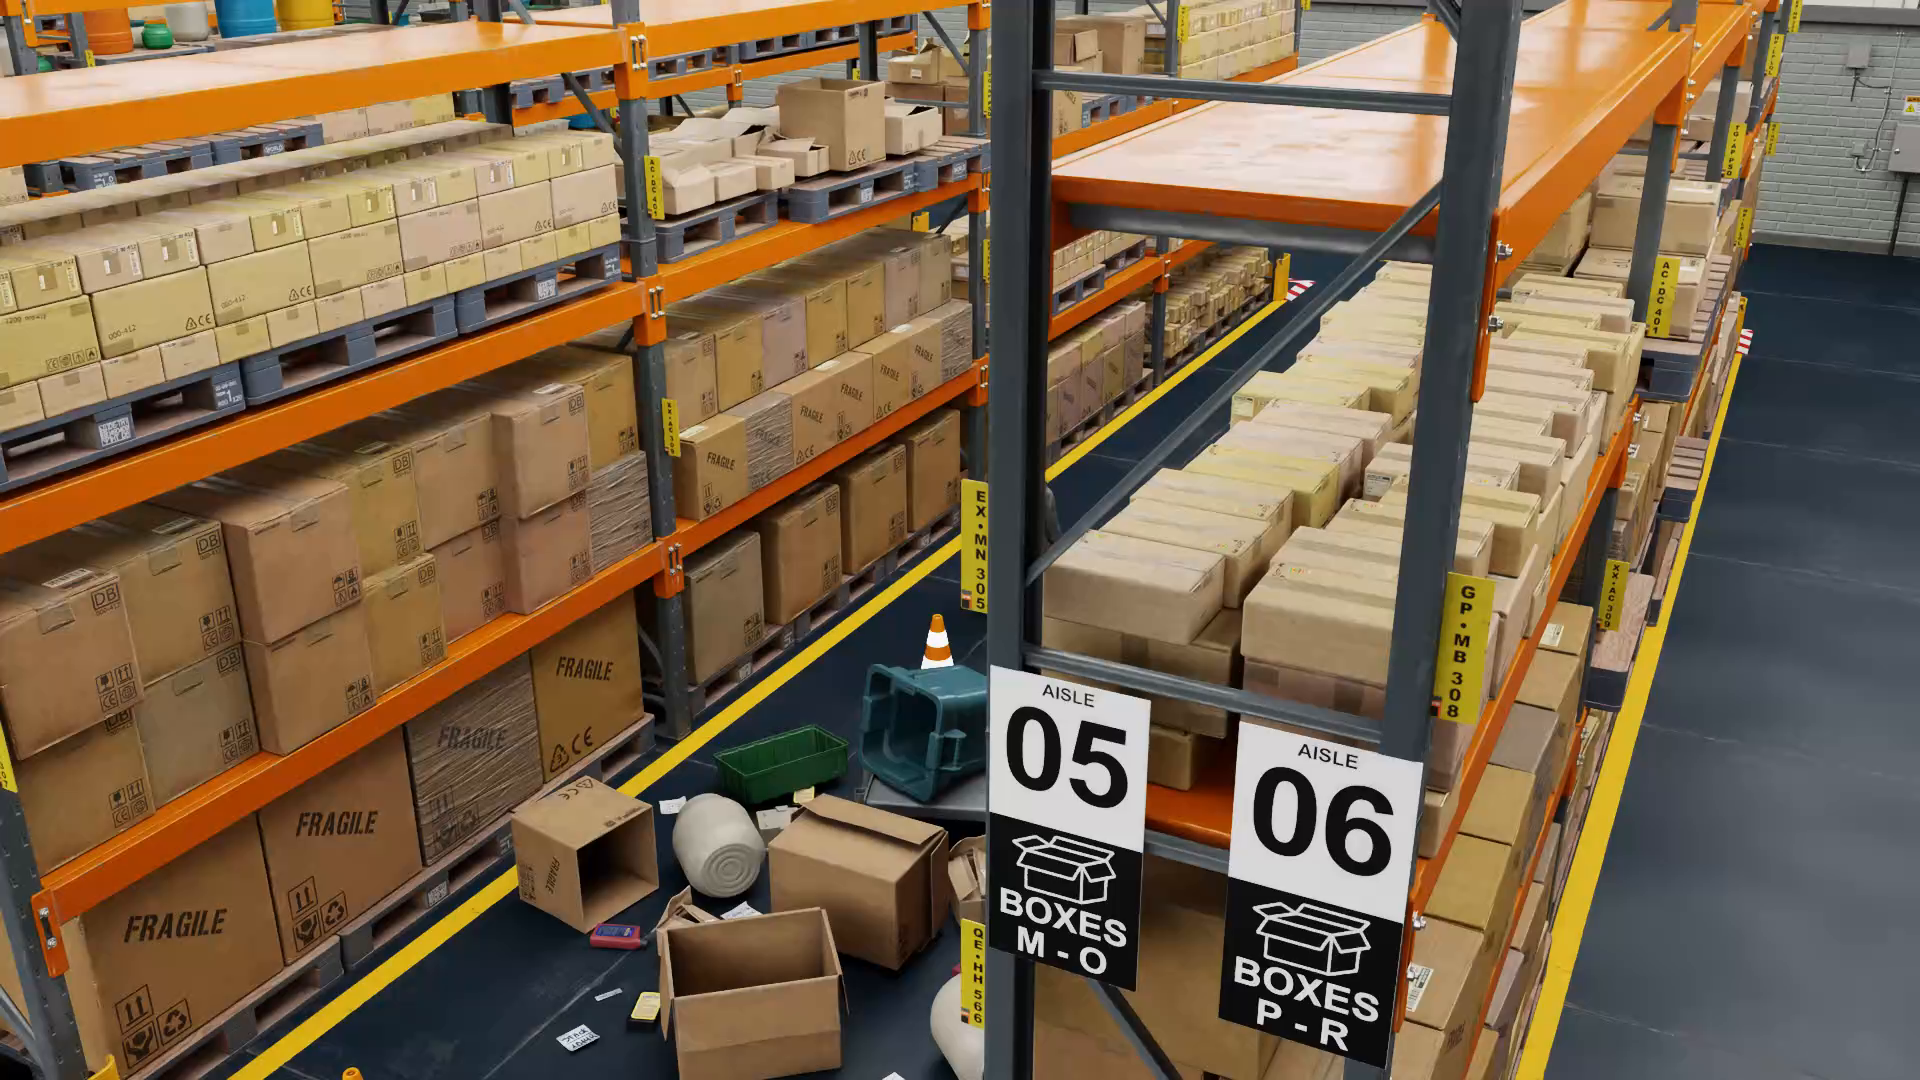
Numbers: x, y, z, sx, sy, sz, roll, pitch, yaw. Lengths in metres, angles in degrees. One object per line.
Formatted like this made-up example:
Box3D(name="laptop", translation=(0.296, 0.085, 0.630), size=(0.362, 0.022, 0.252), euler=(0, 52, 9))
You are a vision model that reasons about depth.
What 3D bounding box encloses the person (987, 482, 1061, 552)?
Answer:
Box3D(name="person", translation=(0.368, -0.039, 11.610), size=(0.541, 0.926, 0.859), euler=(11, 25, 25))
